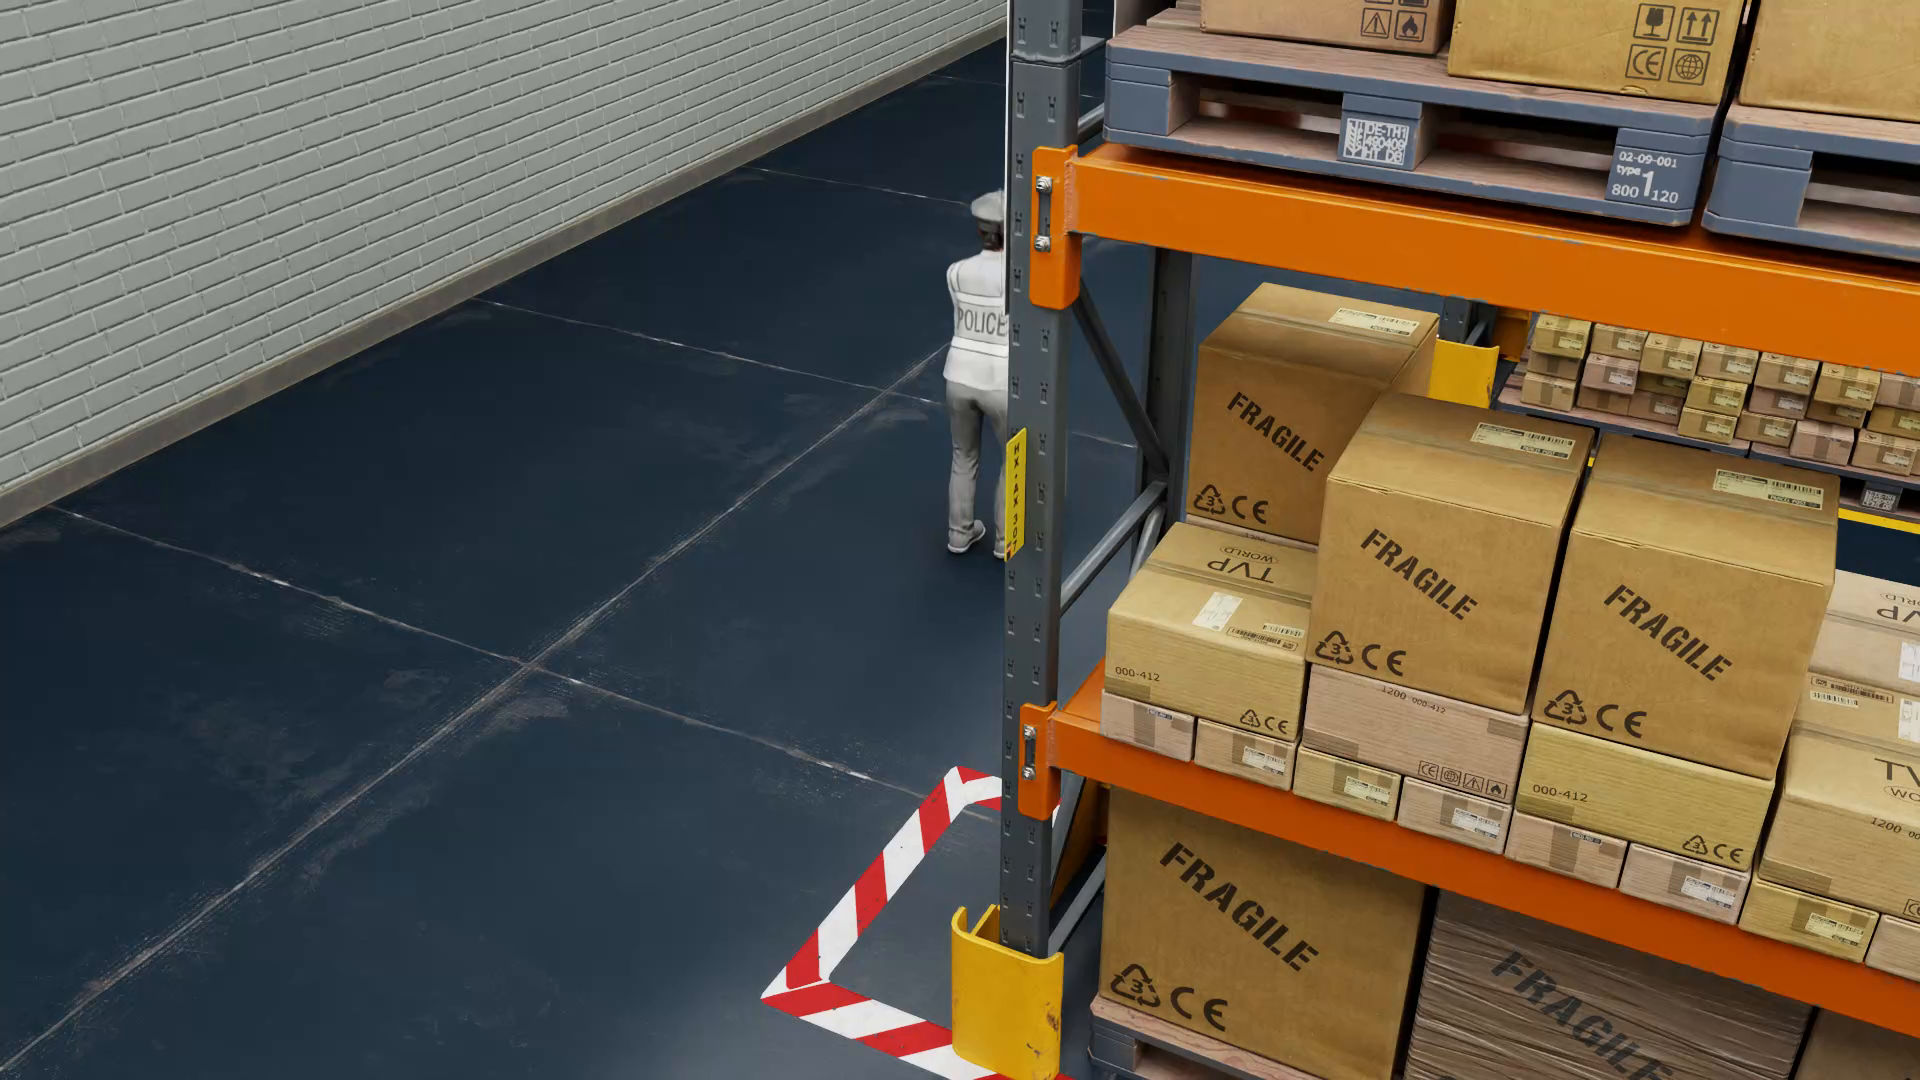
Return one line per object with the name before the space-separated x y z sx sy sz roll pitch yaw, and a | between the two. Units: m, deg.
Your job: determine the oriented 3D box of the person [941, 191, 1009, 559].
person | 0.152 -0.706 7.366 0.414 1.648 0.550 14 33 22
